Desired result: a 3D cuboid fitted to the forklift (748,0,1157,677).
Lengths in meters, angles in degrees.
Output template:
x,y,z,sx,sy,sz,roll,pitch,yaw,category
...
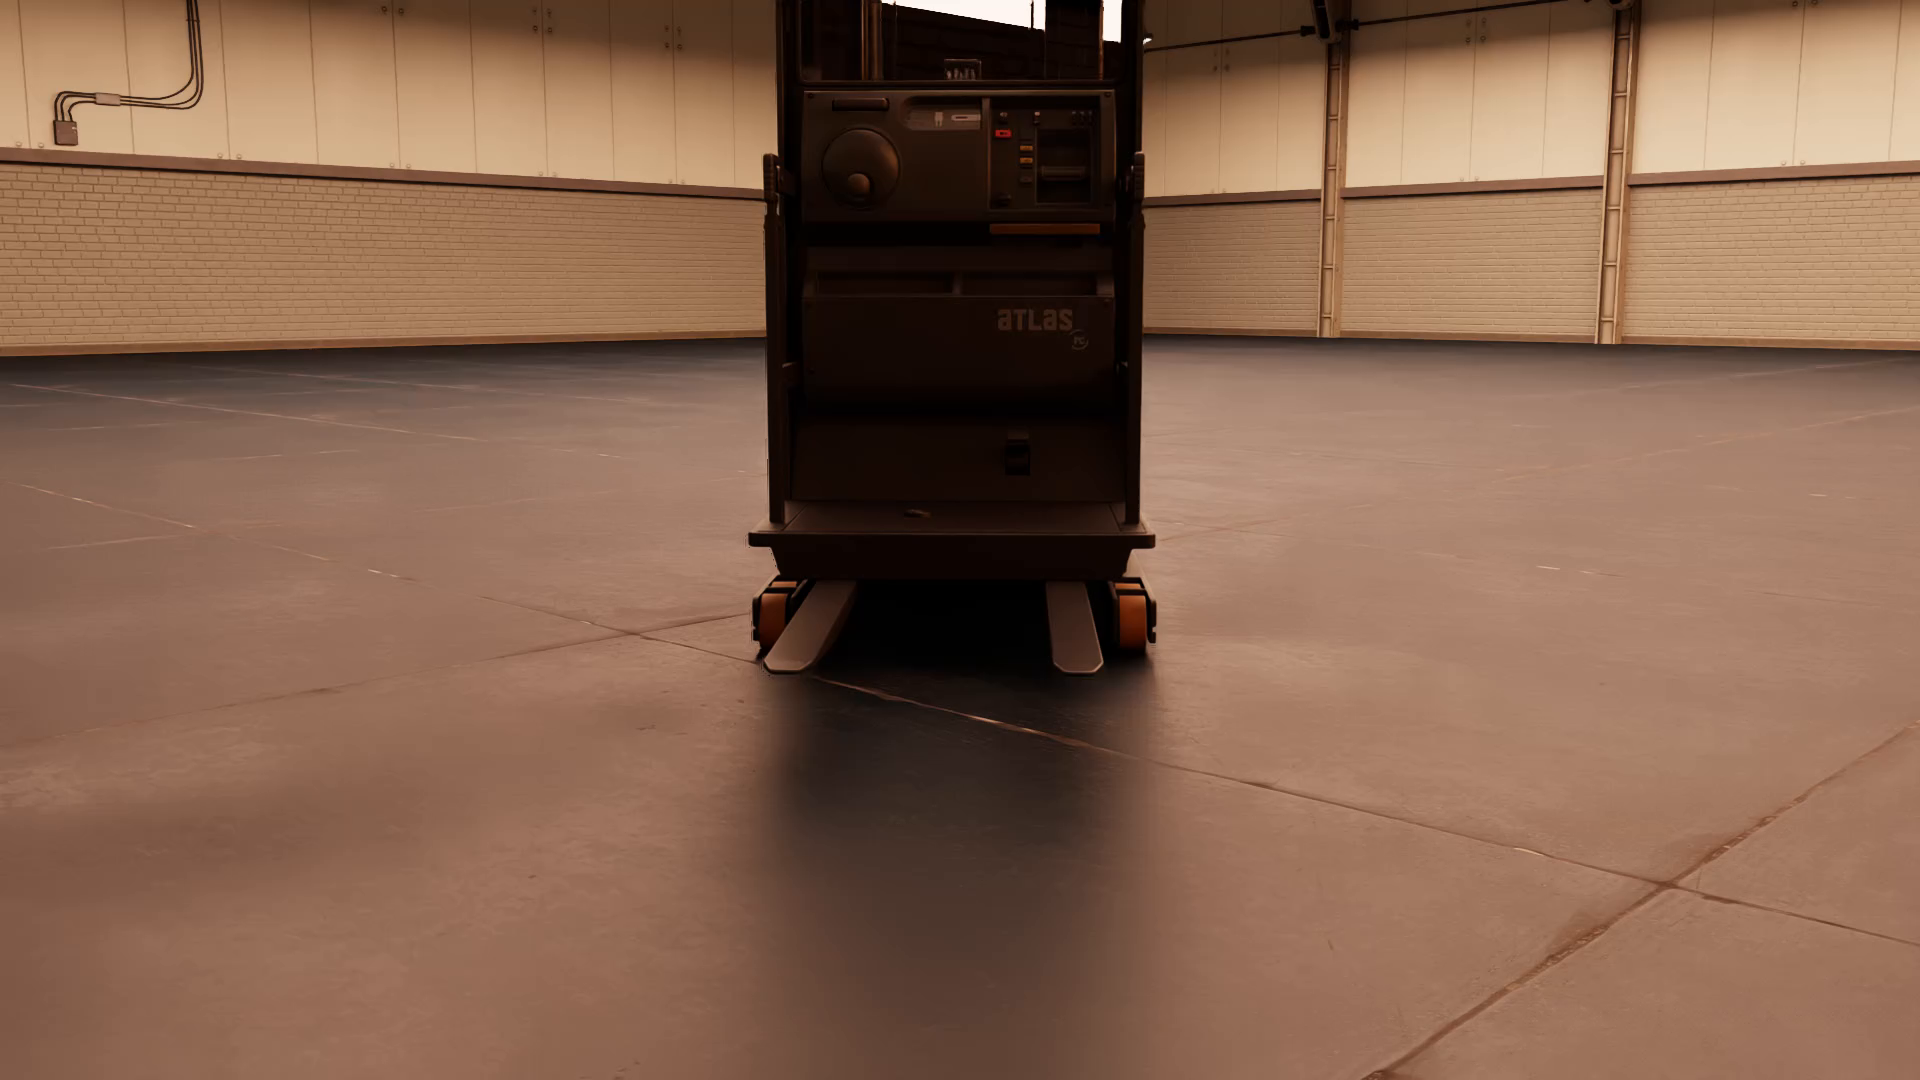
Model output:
x,y,z,sx,sy,sz,roll,pitch,yaw,category
-0.009,-1.182,4.725,1.130,2.935,3.031,0,9,2,forklift
